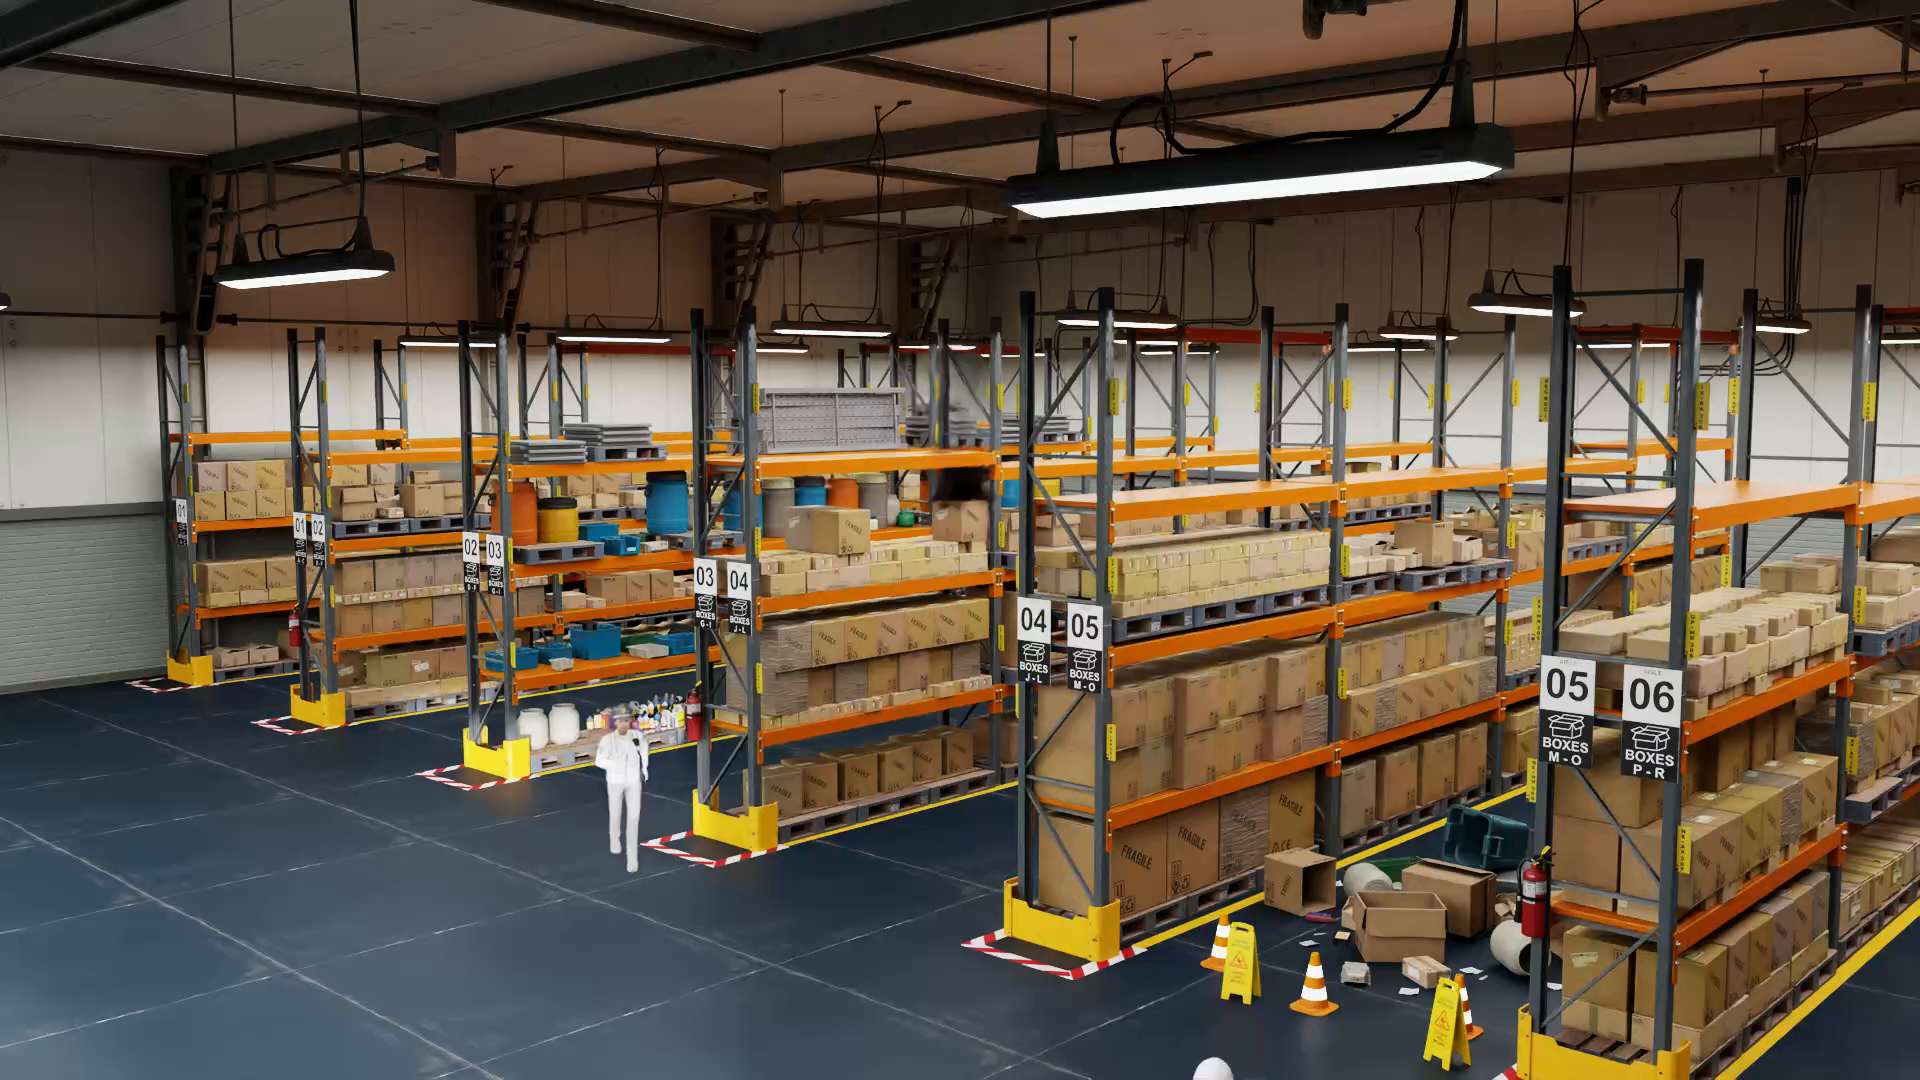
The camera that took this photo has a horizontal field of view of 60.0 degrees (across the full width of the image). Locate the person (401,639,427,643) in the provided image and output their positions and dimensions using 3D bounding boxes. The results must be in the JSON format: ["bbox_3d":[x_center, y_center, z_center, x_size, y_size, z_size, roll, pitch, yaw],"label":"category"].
[{"bbox_3d":[-9.641,1.573,29.560,0.706,1.732,1.054,2,6,24],"label":"person"}]

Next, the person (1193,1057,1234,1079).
[{"bbox_3d":[1.373,3.497,8.958,0.693,1.724,0.998,1,5,6],"label":"person"}]

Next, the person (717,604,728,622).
[{"bbox_3d":[-4.768,1.129,33.215,0.710,1.771,1.034,4,7,38],"label":"person"}]

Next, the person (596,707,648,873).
[{"bbox_3d":[-3.629,2.625,17.899,0.589,1.719,0.883,-2,6,-19],"label":"person"}]
